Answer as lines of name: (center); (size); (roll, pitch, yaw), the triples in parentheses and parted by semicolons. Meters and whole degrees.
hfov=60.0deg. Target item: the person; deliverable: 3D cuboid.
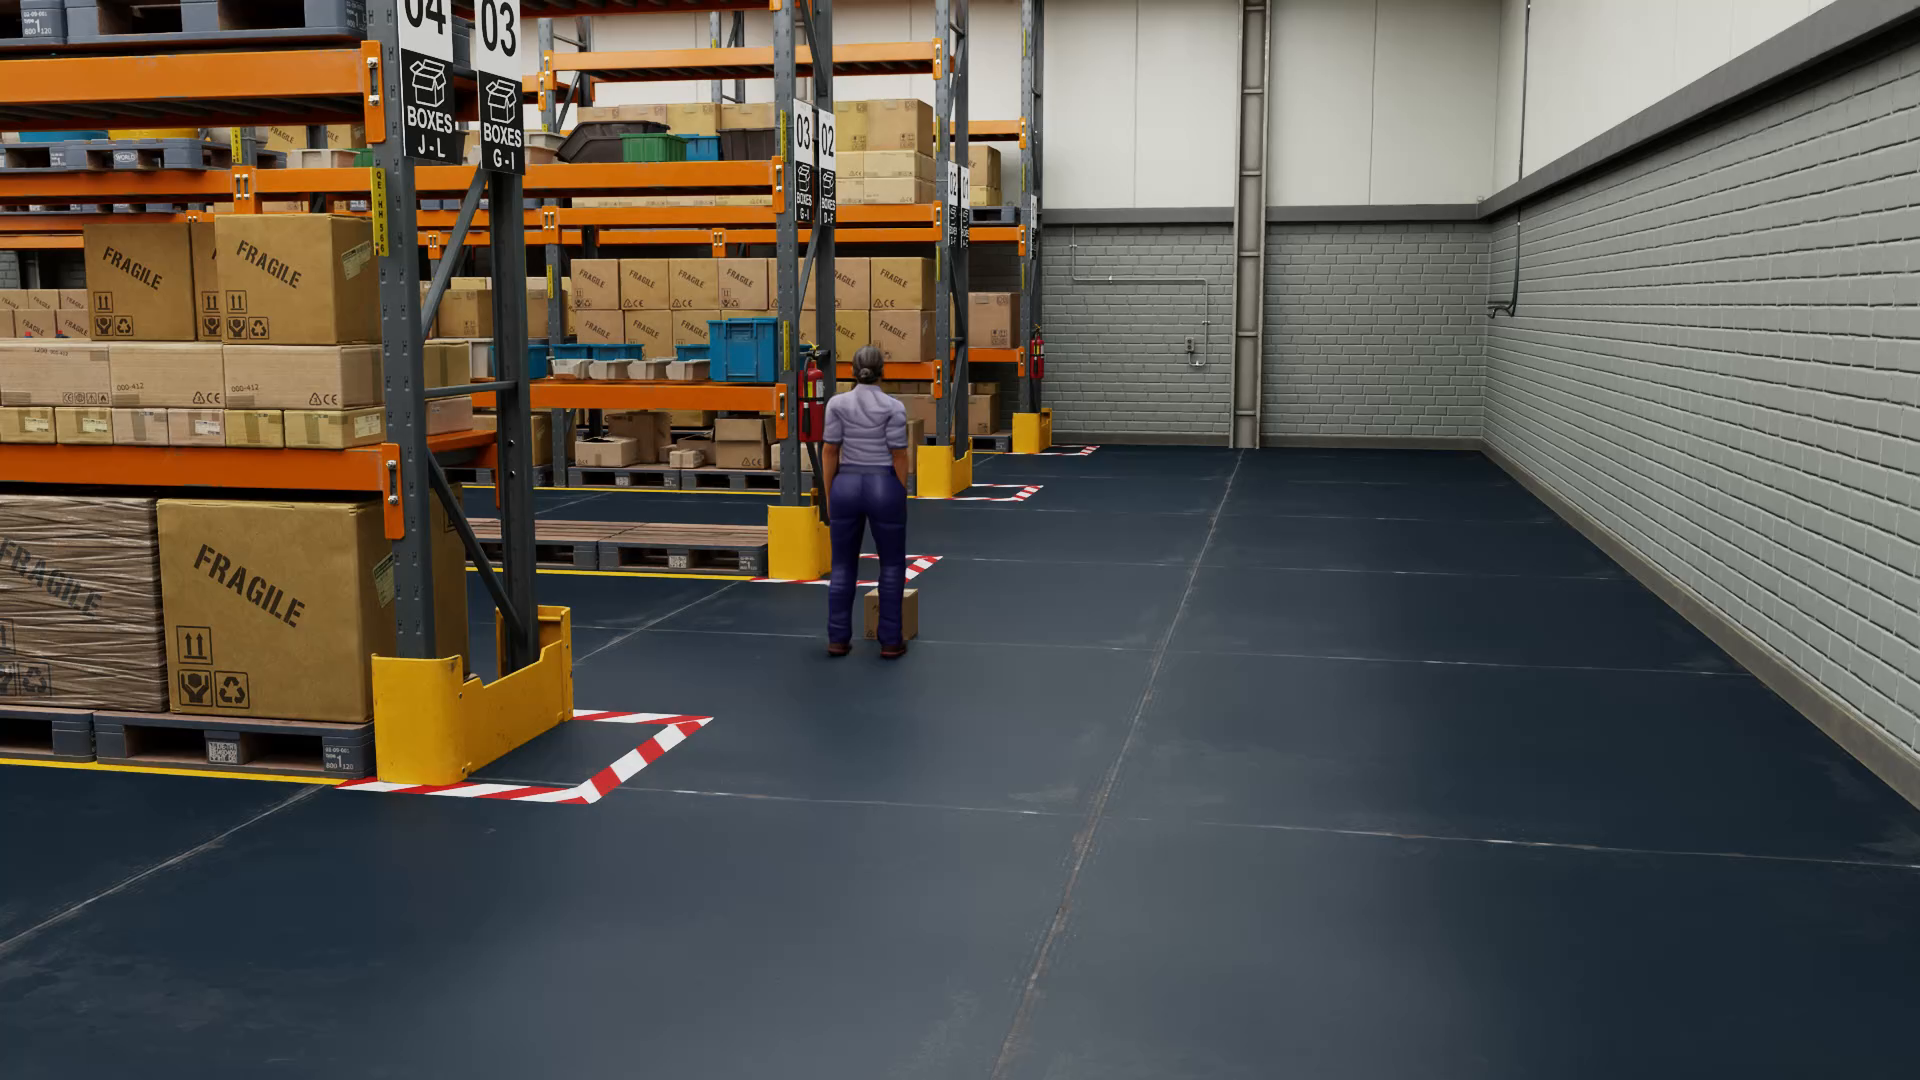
person: (-0.489, -0.195, 8.843); (0.476, 1.642, 0.327); (2, 8, 13)
